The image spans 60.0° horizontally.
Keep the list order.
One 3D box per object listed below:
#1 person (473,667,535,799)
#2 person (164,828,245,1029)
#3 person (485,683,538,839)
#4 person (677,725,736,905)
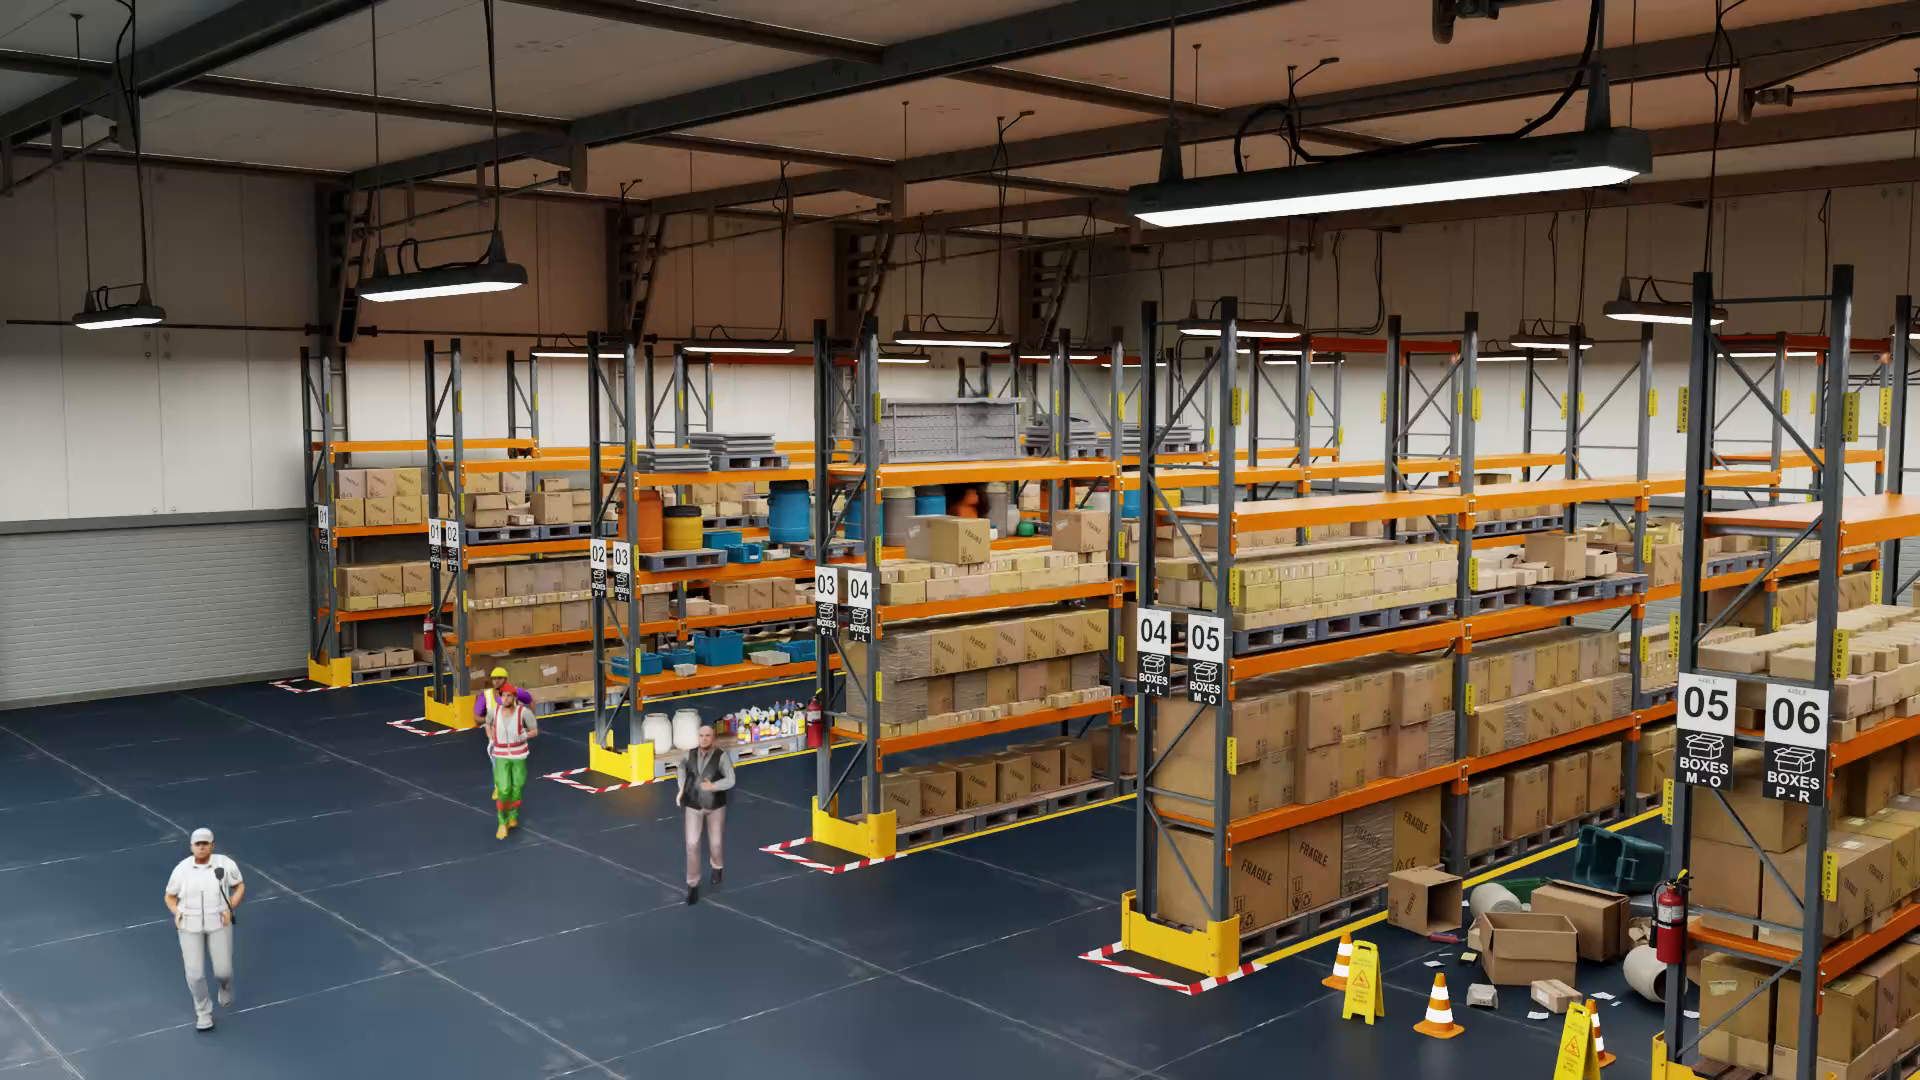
[{"bbox_3d":[-5.671,2.468,20.706,0.712,1.817,0.909,0,5,-5],"label":"person"},{"bbox_3d":[-6.187,3.160,13.635,0.604,1.616,0.575,-2,5,-20],"label":"person"},{"bbox_3d":[-5.242,2.581,19.450,0.616,1.832,0.746,-1,5,-12],"label":"person"},{"bbox_3d":[-2.621,2.785,17.147,0.636,1.757,0.829,0,5,-1],"label":"person"}]
